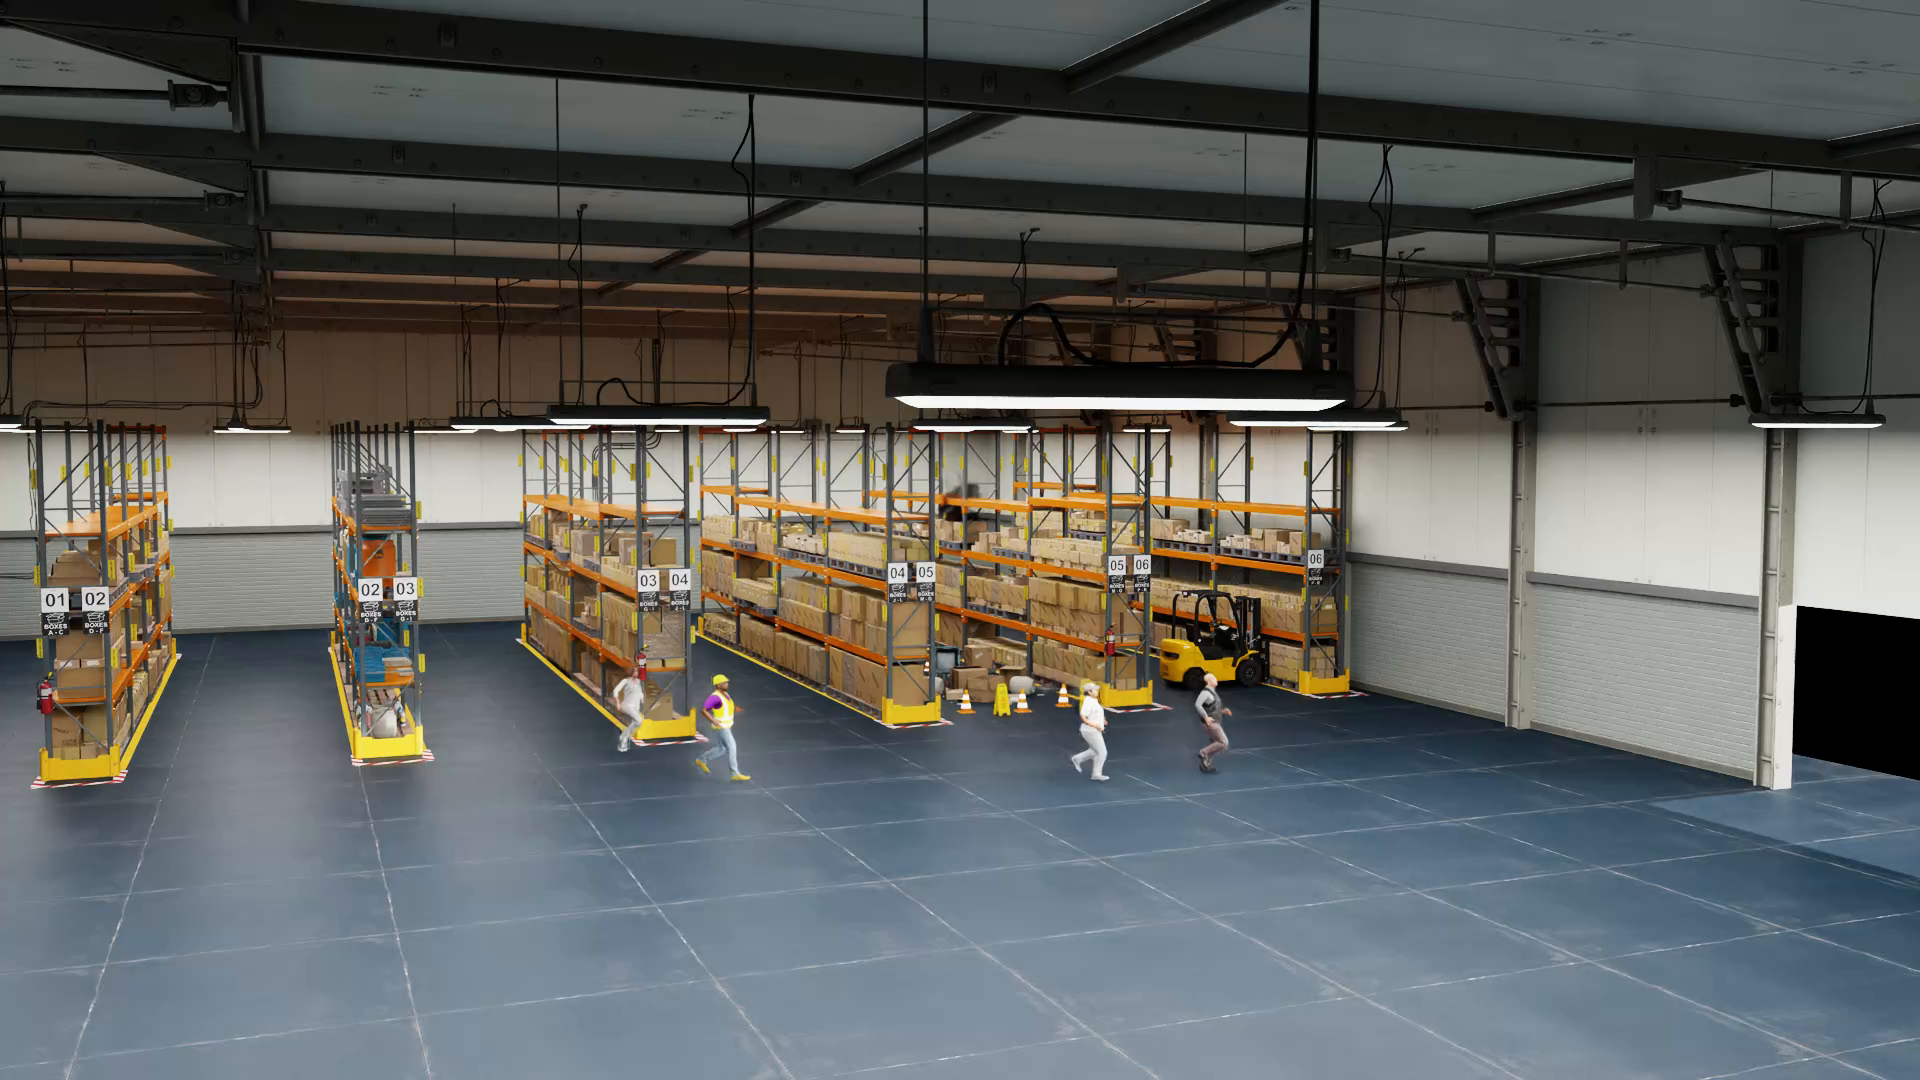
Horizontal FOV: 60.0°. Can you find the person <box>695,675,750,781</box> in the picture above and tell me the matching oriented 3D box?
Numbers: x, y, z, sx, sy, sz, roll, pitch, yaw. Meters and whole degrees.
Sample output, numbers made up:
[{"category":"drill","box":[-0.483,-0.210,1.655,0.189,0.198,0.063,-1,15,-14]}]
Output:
[{"category":"person","box":[-3.957,3.105,27.614,0.963,1.747,0.710,0,4,8]}]

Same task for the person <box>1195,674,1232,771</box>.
[{"category":"person","box":[4.325,3.115,28.292,0.575,1.676,0.657,1,4,16]}]

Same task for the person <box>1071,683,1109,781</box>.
[{"category":"person","box":[2.172,3.181,27.686,0.624,1.619,0.611,1,4,12]}]

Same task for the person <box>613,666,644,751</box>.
[{"category":"person","box":[-5.945,3.065,30.255,0.536,1.515,0.550,2,4,30]}]
